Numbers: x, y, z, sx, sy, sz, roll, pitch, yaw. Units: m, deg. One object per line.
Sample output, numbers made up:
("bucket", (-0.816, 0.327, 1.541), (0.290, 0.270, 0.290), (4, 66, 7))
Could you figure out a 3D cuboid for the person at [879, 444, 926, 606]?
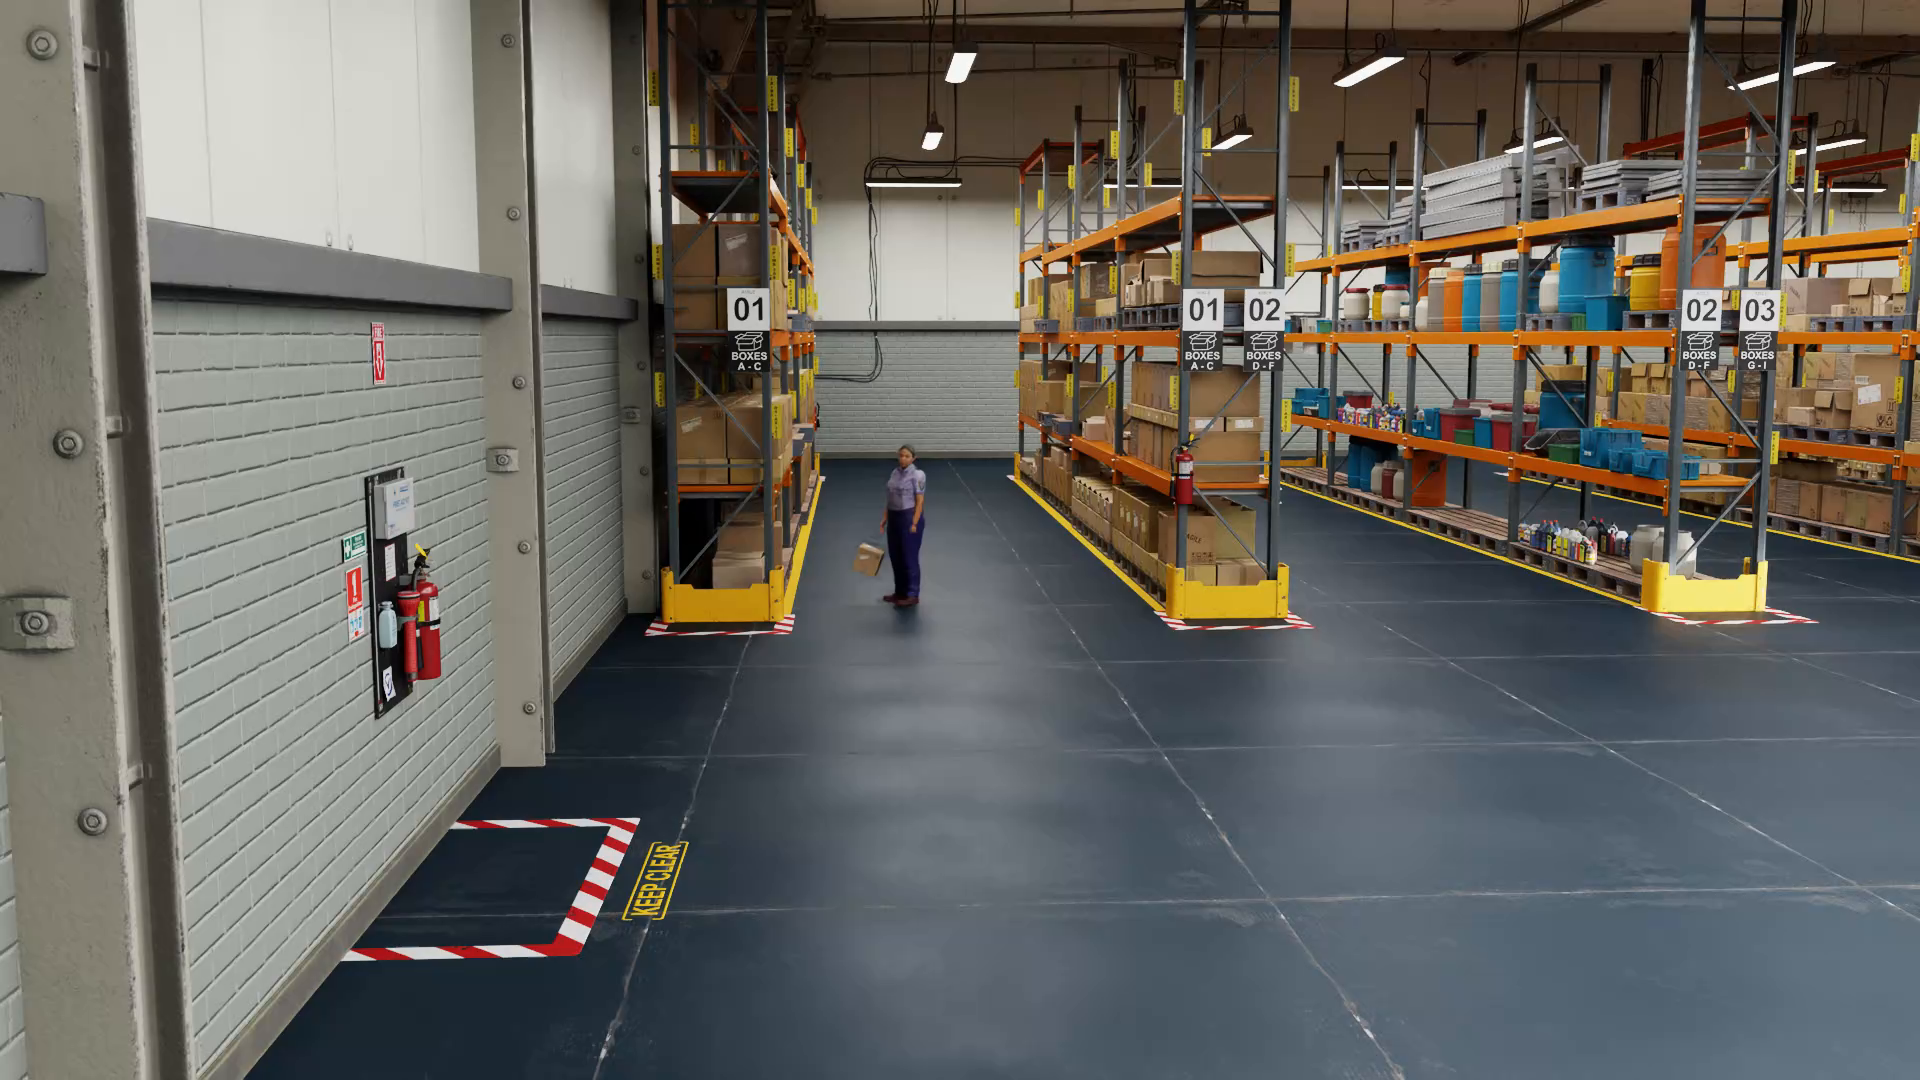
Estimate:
("person", (-0.606, -0.164, 17.043), (0.369, 1.656, 0.613), (-6, 9, -39))
